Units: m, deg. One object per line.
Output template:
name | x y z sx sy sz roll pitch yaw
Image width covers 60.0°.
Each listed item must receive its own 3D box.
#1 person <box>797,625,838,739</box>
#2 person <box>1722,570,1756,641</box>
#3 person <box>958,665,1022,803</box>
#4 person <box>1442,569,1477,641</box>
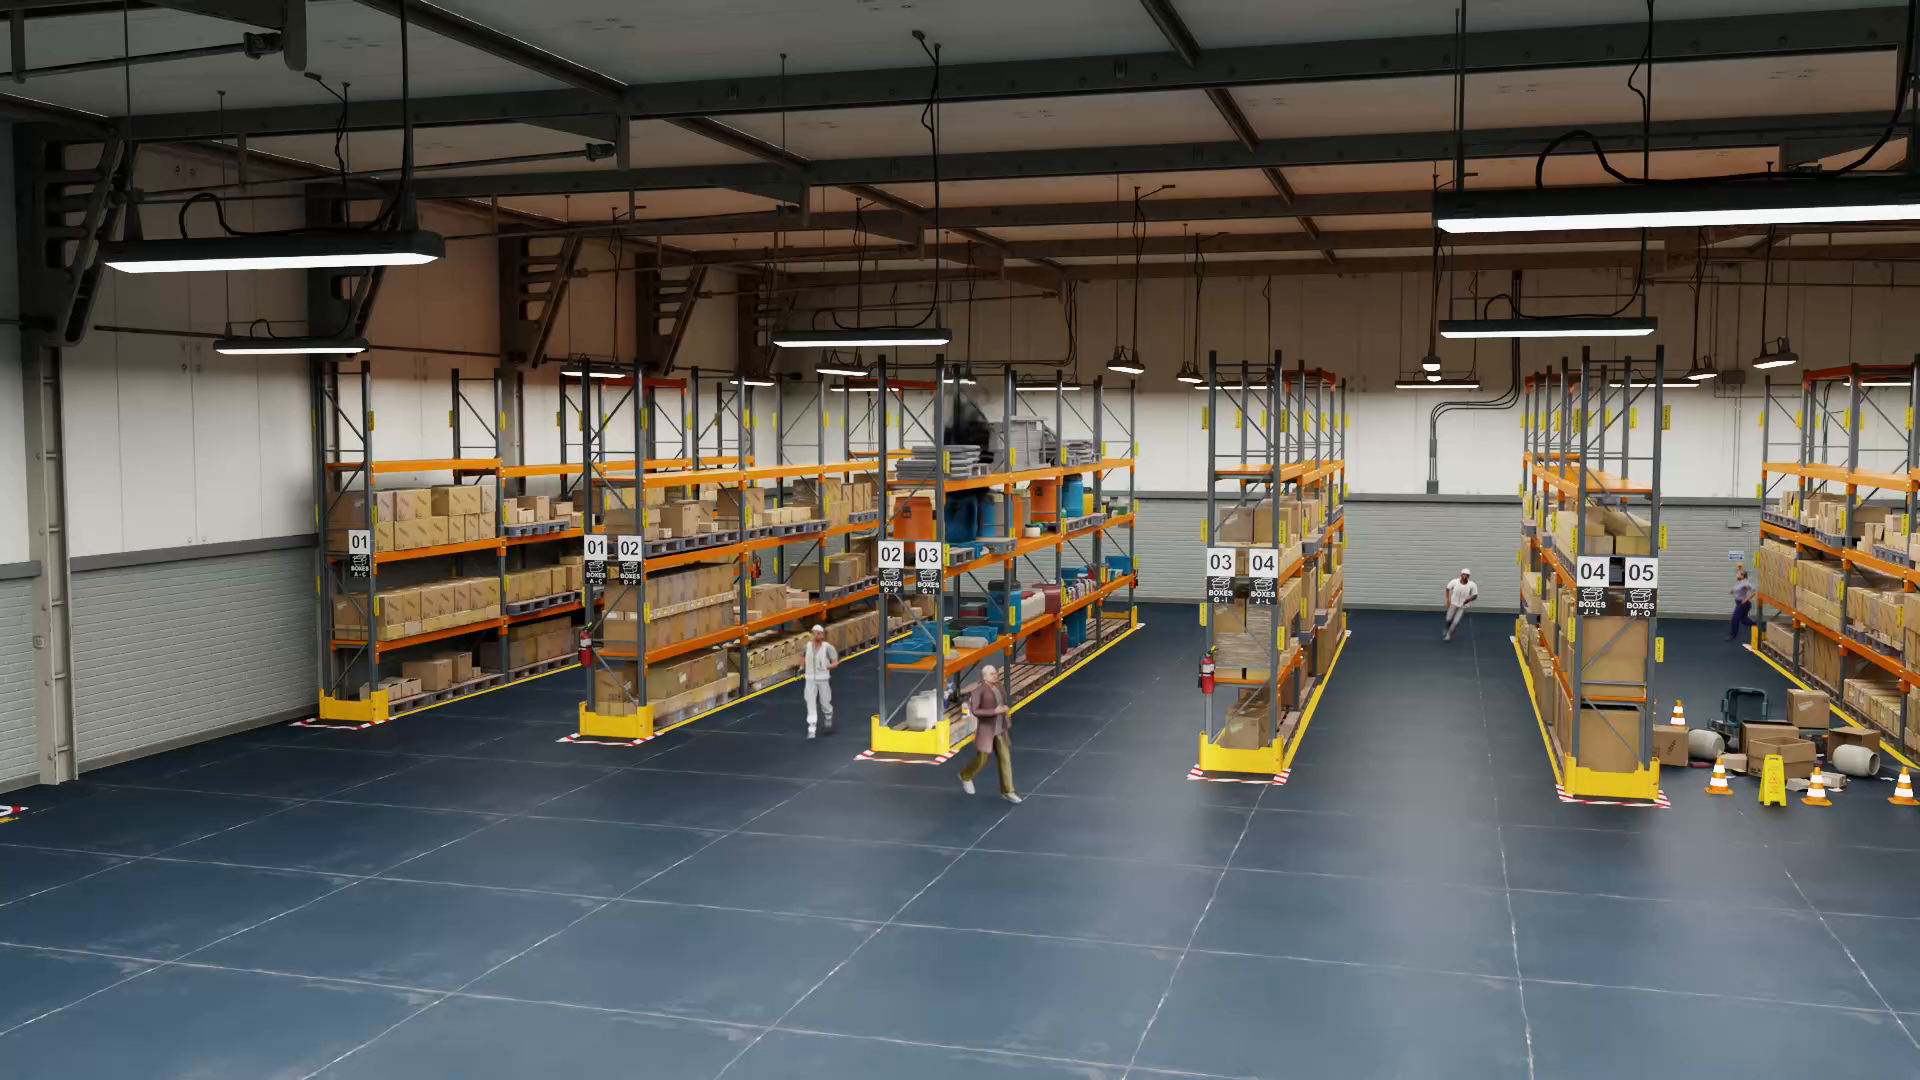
person | -2.251 2.222 26.321 0.675 1.774 0.963 1 4 9
person | 17.767 1.500 37.713 0.837 1.632 0.613 1 4 14
person | 0.399 2.568 21.883 0.705 1.672 1.066 -4 5 -41
person | 11.327 1.476 37.727 0.776 1.659 0.580 2 4 22
